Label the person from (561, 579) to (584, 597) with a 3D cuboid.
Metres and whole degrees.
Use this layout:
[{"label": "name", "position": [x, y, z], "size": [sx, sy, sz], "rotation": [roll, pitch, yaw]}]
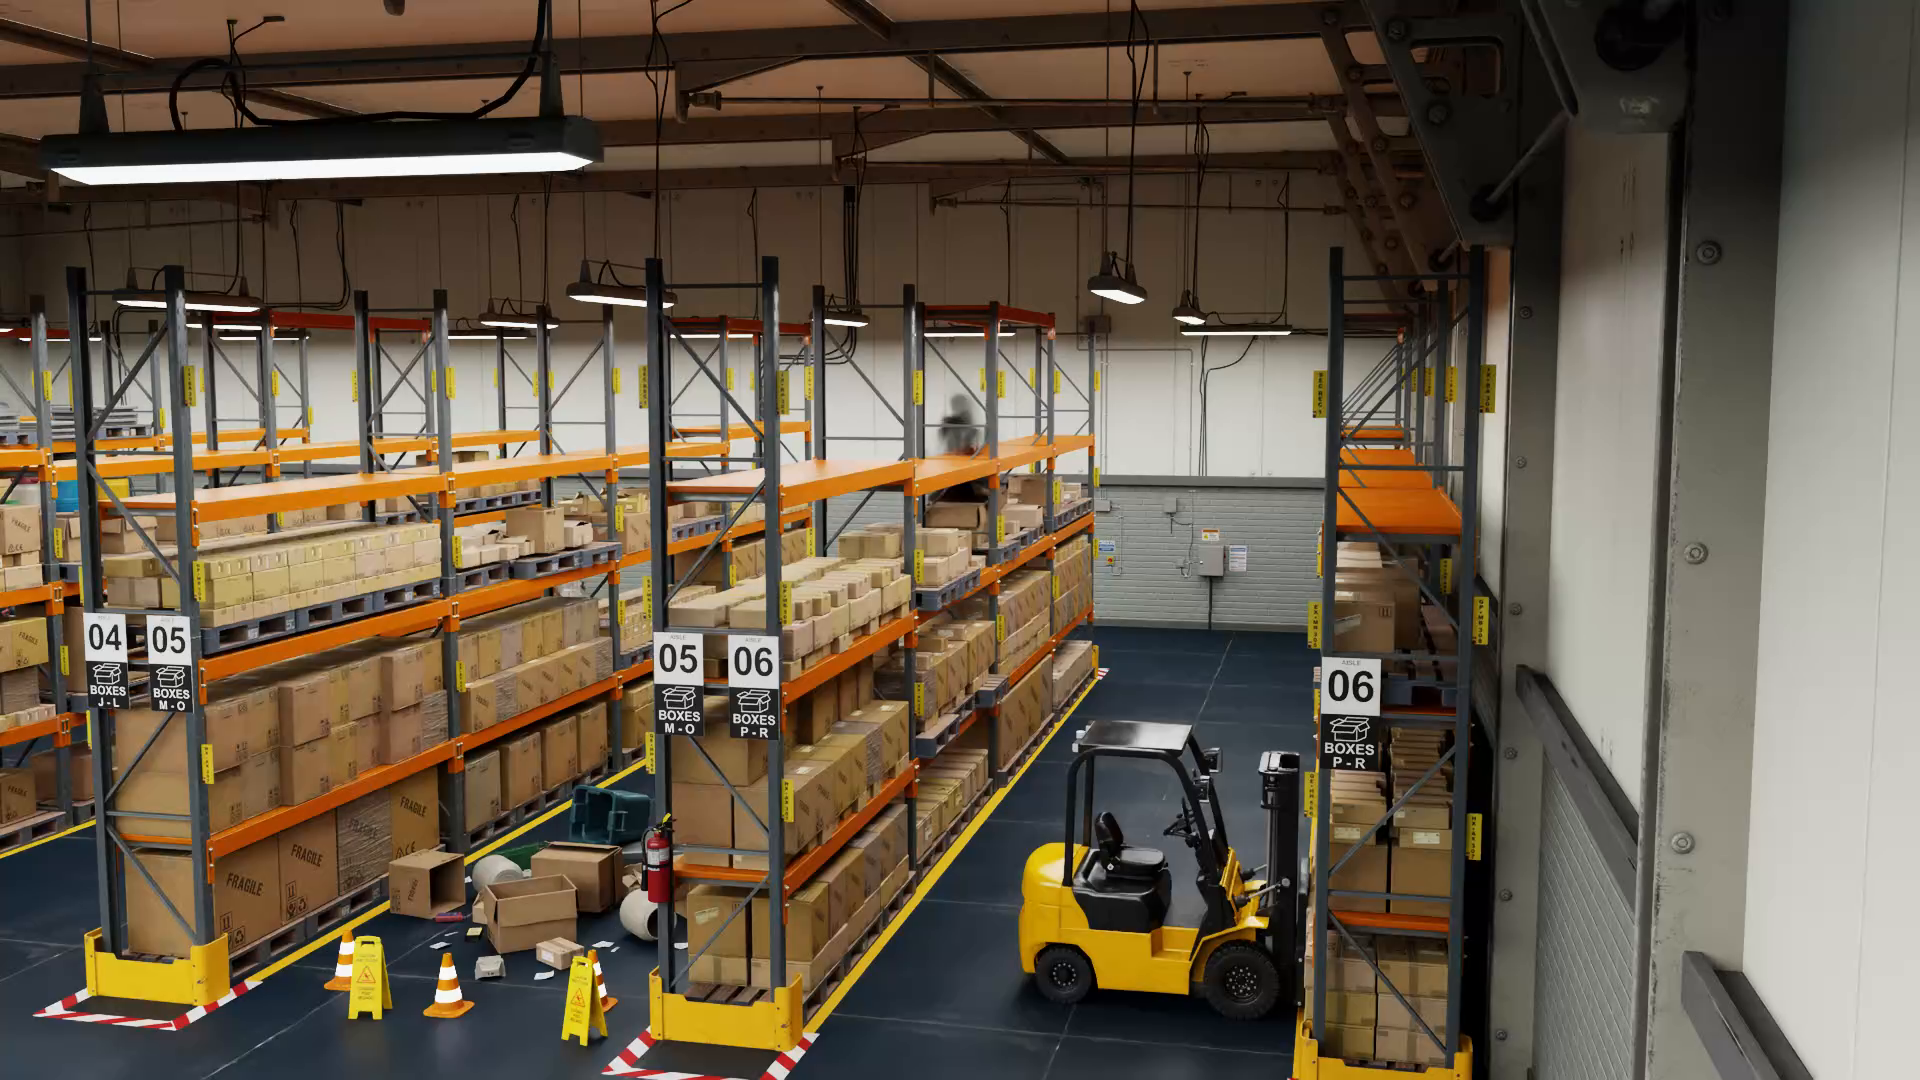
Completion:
[{"label": "person", "position": [-7.429, 1.128, 31.729], "size": [0.874, 1.717, 0.565], "rotation": [3, 7, 29]}]
